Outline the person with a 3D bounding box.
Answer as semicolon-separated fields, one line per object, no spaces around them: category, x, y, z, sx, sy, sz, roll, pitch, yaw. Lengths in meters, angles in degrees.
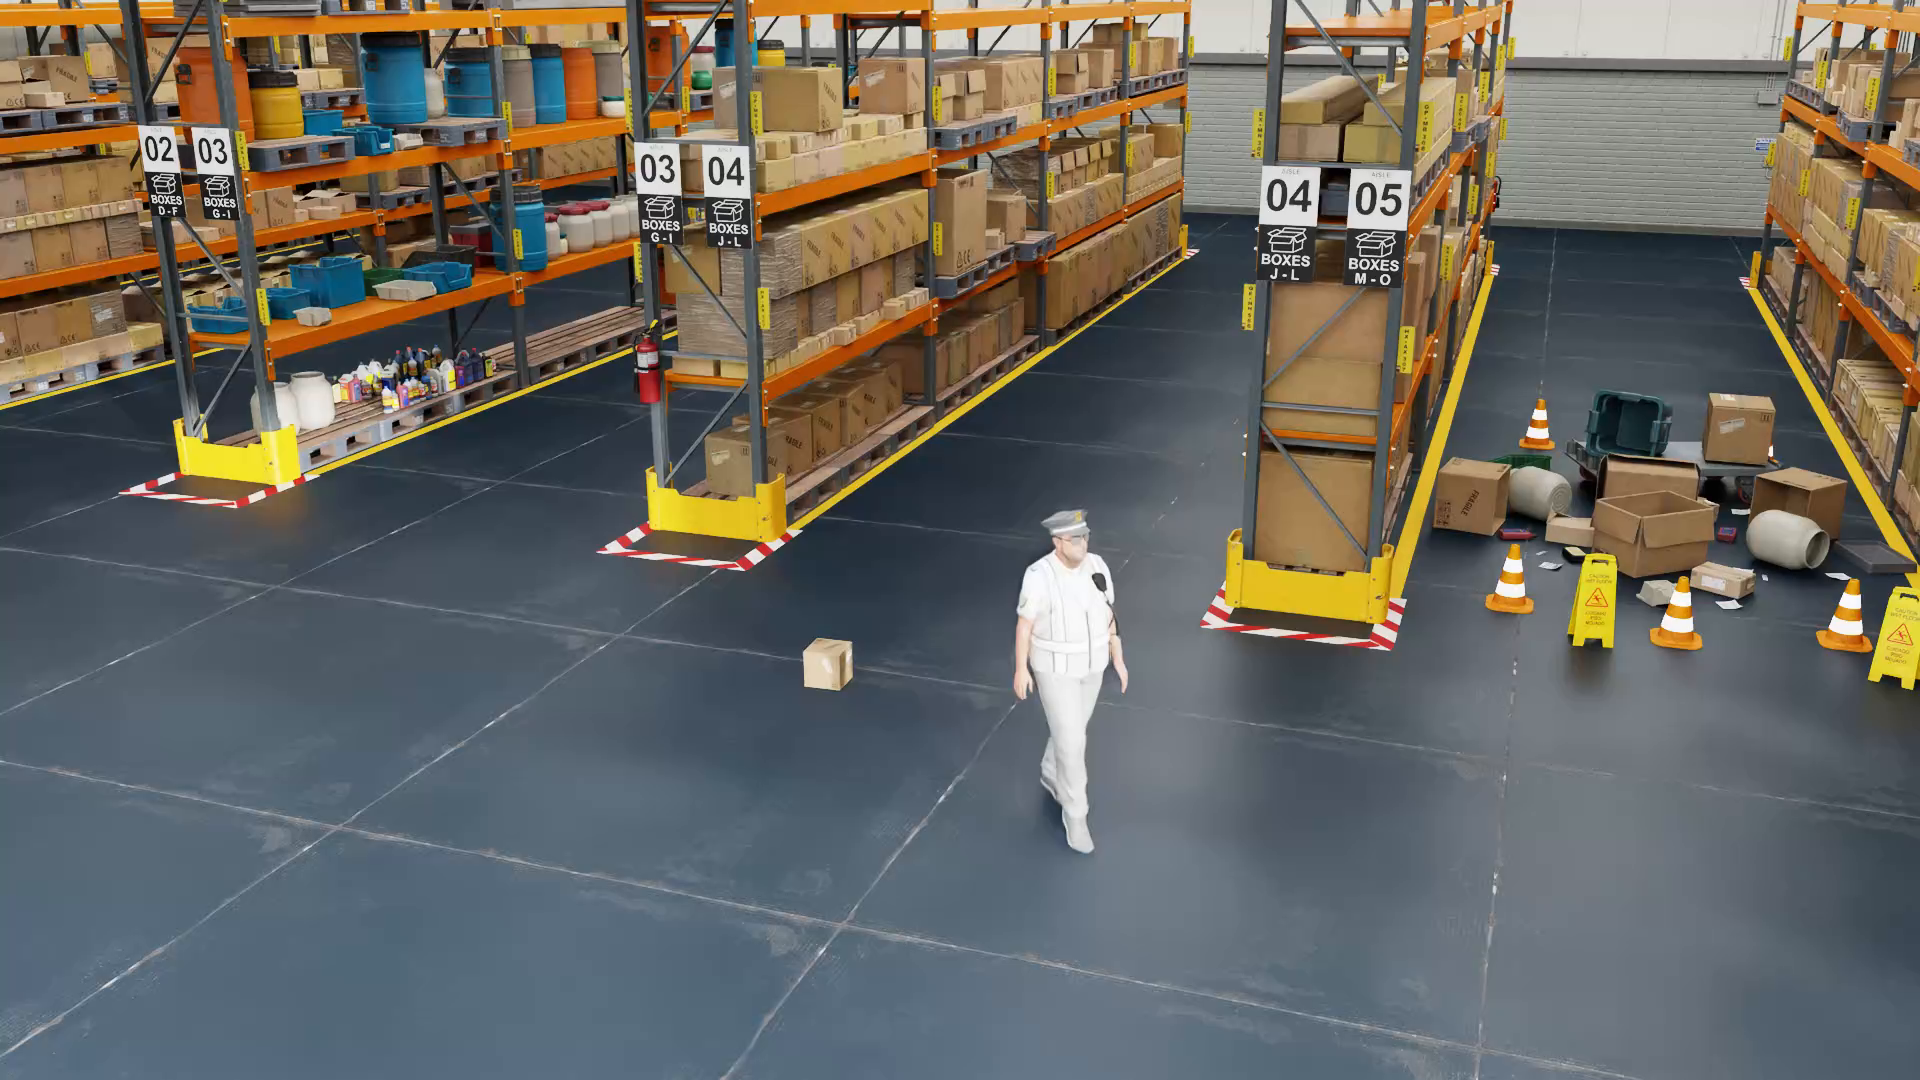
person;0.632;0.713;8.935;0.560;1.834;0.725;-12;22;-31
